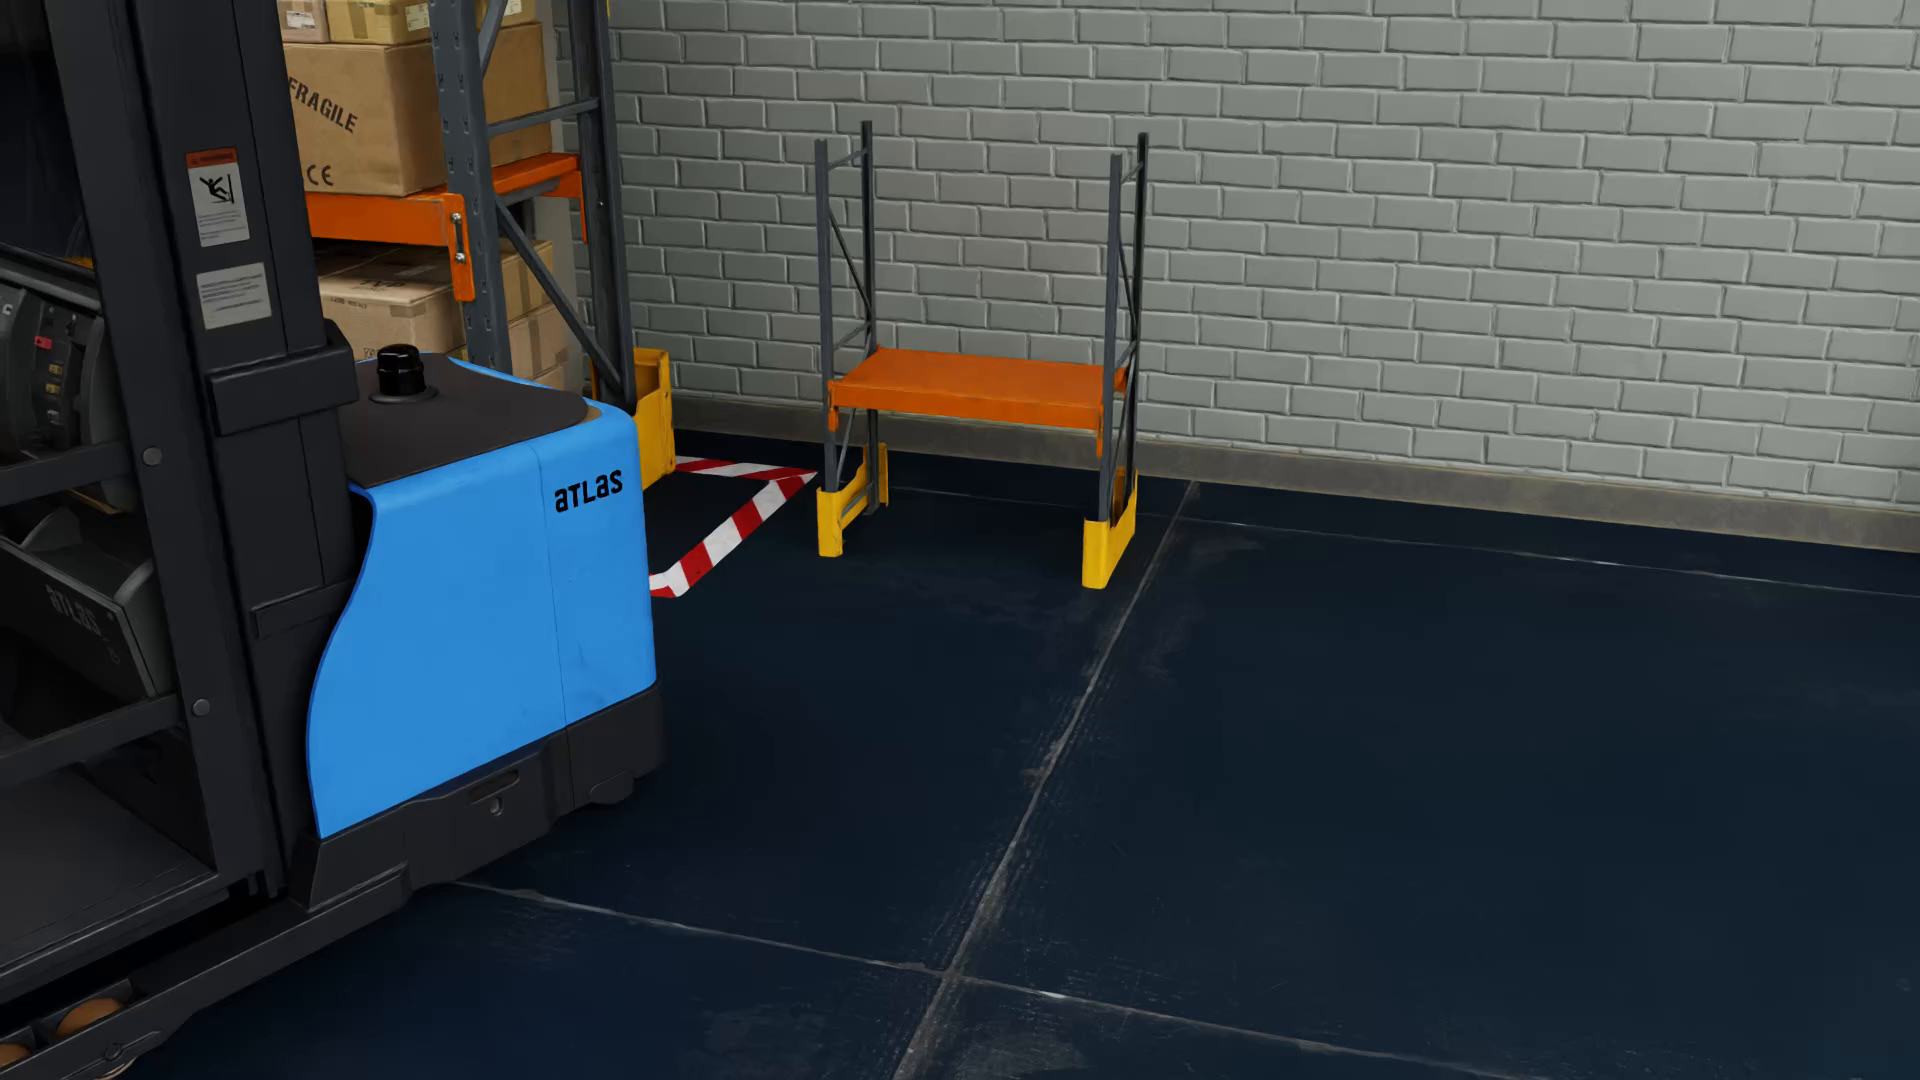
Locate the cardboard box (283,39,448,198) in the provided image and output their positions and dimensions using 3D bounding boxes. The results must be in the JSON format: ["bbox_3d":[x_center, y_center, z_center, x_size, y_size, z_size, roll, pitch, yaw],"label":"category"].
[{"bbox_3d":[-2.084,-1.520,5.892,0.500,0.500,0.500,6,23,14],"label":"cardboard box"}]

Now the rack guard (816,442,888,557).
[{"bbox_3d":[-0.404,-0.162,6.335,0.087,0.250,0.587,7,23,16],"label":"rack guard"}]

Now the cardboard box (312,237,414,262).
[{"bbox_3d":[-2.422,-1.075,6.690,0.500,0.250,0.500,7,23,16],"label":"cardboard box"}]

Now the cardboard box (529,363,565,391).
[{"bbox_3d":[-1.951,-0.562,6.758,0.500,0.250,0.500,7,23,16],"label":"cardboard box"}]

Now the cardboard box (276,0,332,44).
[{"bbox_3d":[-2.203,-1.815,5.756,0.250,0.149,0.380,7,23,16],"label":"cardboard box"}]

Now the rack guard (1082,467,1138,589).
[{"bbox_3d":[0.550,-0.053,6.069,0.087,0.250,0.587,7,23,16],"label":"rack guard"}]

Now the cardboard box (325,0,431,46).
[{"bbox_3d":[-1.950,-1.798,5.714,0.250,0.149,0.380,7,23,16],"label":"cardboard box"}]

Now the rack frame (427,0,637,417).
[{"bbox_3d":[-1.537,-1.515,6.012,0.127,3.000,1.000,7,23,16],"label":"rack frame"}]

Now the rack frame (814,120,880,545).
[{"bbox_3d":[-0.405,-0.740,6.098,0.032,1.500,0.500,7,23,16],"label":"rack frame"}]

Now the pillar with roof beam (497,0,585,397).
[{"bbox_3d":[-3.187,-3.131,2.044,0.400,9.000,9.100,7,23,16],"label":"pillar with roof beam"}]

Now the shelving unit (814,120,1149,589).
[{"bbox_3d":[0.073,-0.686,5.965,1.083,1.500,0.587,7,23,16],"label":"shelving unit"}]

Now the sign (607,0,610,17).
[{"bbox_3d":[-1.371,-2.153,6.322,0.005,0.325,0.100,7,23,16],"label":"sign"}]

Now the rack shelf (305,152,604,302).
[{"bbox_3d":[-3.452,-1.402,6.683,4.000,0.370,1.077,7,23,16],"label":"rack shelf"}]

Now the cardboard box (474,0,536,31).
[{"bbox_3d":[-1.787,-1.993,6.190,0.250,0.149,0.380,6,23,14],"label":"cardboard box"}]

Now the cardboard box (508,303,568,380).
[{"bbox_3d":[-1.927,-0.796,6.668,0.500,0.250,0.500,7,23,16],"label":"cardboard box"}]

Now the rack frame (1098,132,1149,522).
[{"bbox_3d":[0.568,-0.629,5.827,0.032,1.500,0.500,7,23,16],"label":"rack frame"}]

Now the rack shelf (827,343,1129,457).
[{"bbox_3d":[0.082,-0.518,6.031,1.000,0.185,0.538,7,23,16],"label":"rack shelf"}]

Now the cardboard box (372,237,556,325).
[{"bbox_3d":[-1.942,-1.021,6.560,0.500,0.250,0.500,6,23,15],"label":"cardboard box"}]

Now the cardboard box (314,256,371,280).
[{"bbox_3d":[-2.558,-0.891,6.242,0.500,0.250,0.500,7,23,16],"label":"cardboard box"}]

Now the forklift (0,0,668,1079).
[{"bbox_3d":[-2.137,-0.377,3.328,1.130,2.935,3.031,17,28,36],"label":"forklift"}]

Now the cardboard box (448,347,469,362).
[{"bbox_3d":[-2.093,-0.609,6.212,0.500,0.250,0.500,6,23,15],"label":"cardboard box"}]

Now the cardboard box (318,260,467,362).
[{"bbox_3d":[-2.068,-0.837,6.111,0.500,0.250,0.500,7,23,17],"label":"cardboard box"}]

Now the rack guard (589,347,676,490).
[{"bbox_3d":[-1.514,-0.356,6.480,0.348,0.500,1.175,7,23,16],"label":"rack guard"}]

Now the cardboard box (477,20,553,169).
[{"bbox_3d":[-1.931,-1.717,6.371,0.500,0.500,0.500,7,23,17],"label":"cardboard box"}]
